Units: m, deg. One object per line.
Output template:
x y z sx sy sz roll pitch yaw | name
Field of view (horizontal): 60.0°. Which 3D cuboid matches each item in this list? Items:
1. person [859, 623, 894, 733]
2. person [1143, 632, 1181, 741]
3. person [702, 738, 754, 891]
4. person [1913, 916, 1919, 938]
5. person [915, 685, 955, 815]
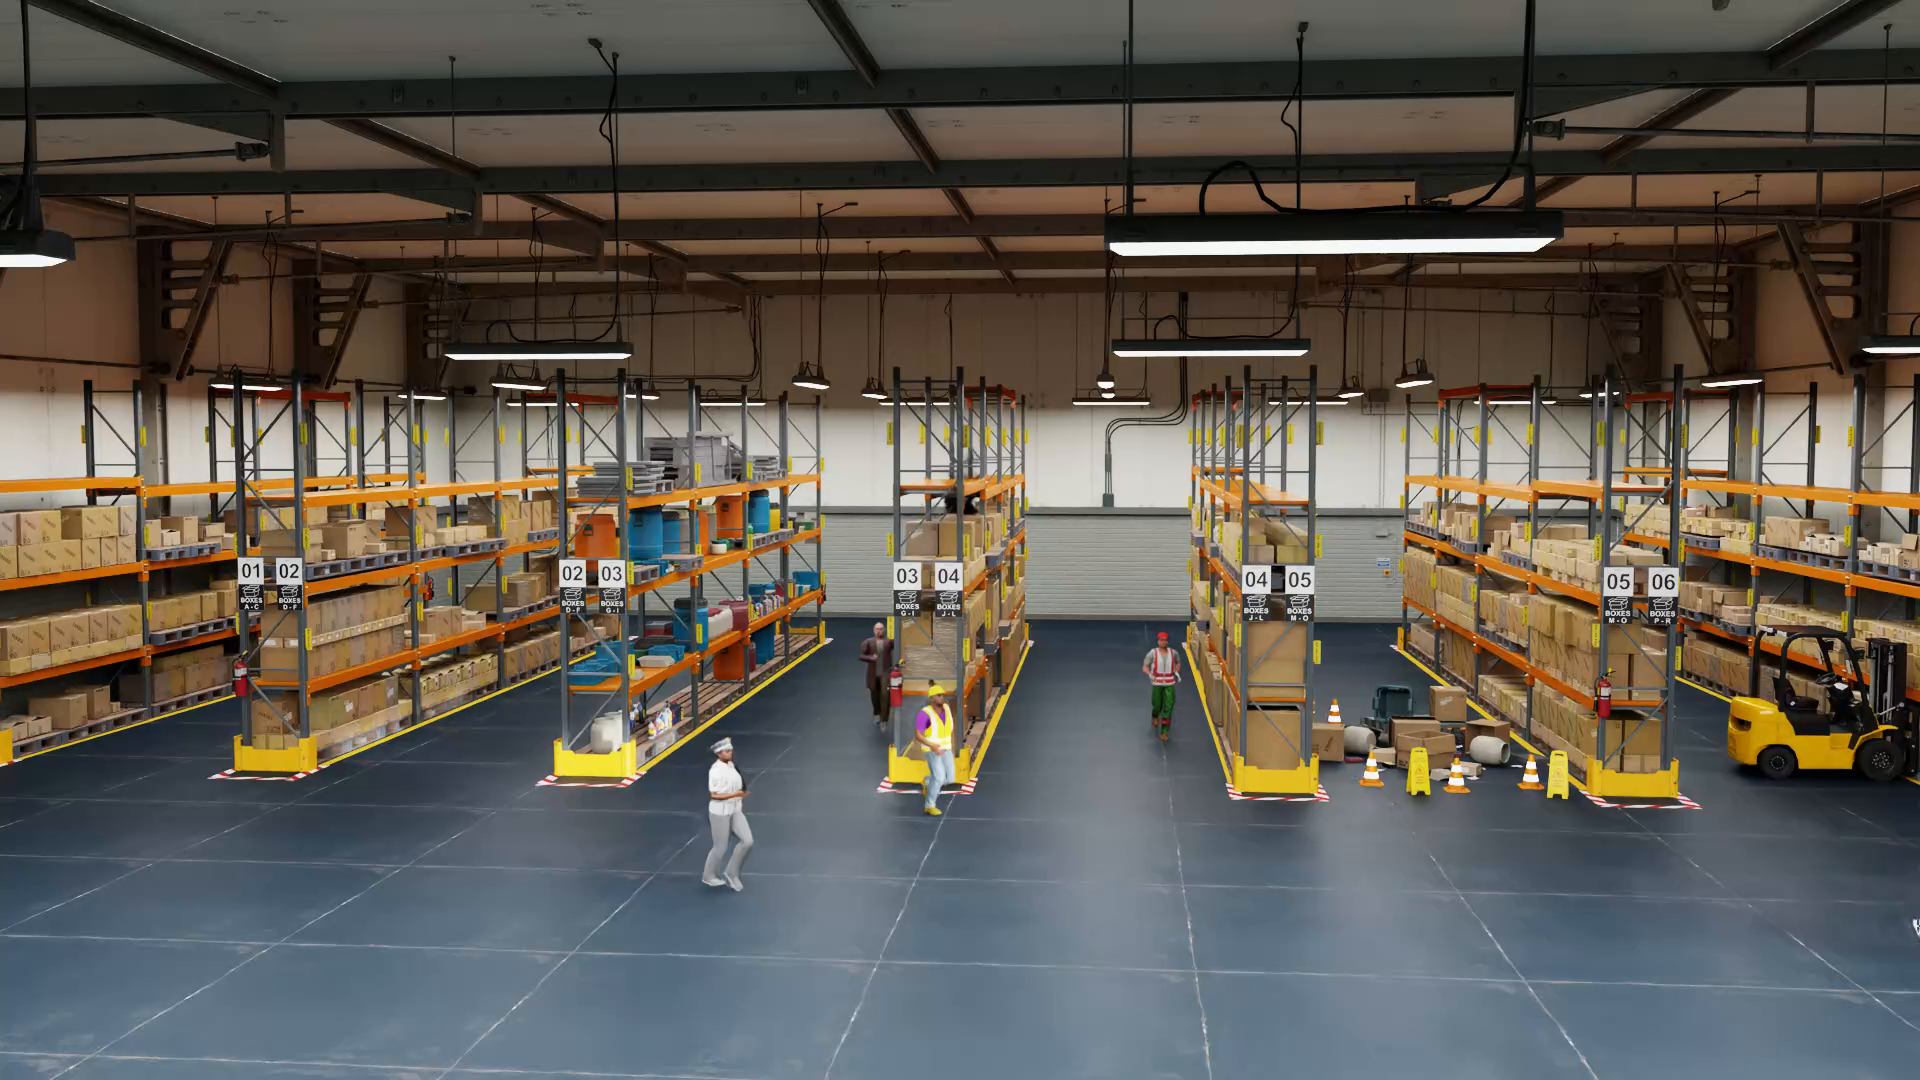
-1.379 2.349 28.511 0.678 1.784 0.923 0 4 2 | person
3.368 2.404 27.583 0.655 1.769 0.888 0 4 -3 | person
-2.546 3.027 18.307 0.667 1.728 0.558 2 4 29 | person
9.367 3.268 15.725 0.536 1.543 0.562 -4 5 -45 | person
-0.310 2.773 22.077 0.721 1.717 0.651 -3 5 -41 | person
